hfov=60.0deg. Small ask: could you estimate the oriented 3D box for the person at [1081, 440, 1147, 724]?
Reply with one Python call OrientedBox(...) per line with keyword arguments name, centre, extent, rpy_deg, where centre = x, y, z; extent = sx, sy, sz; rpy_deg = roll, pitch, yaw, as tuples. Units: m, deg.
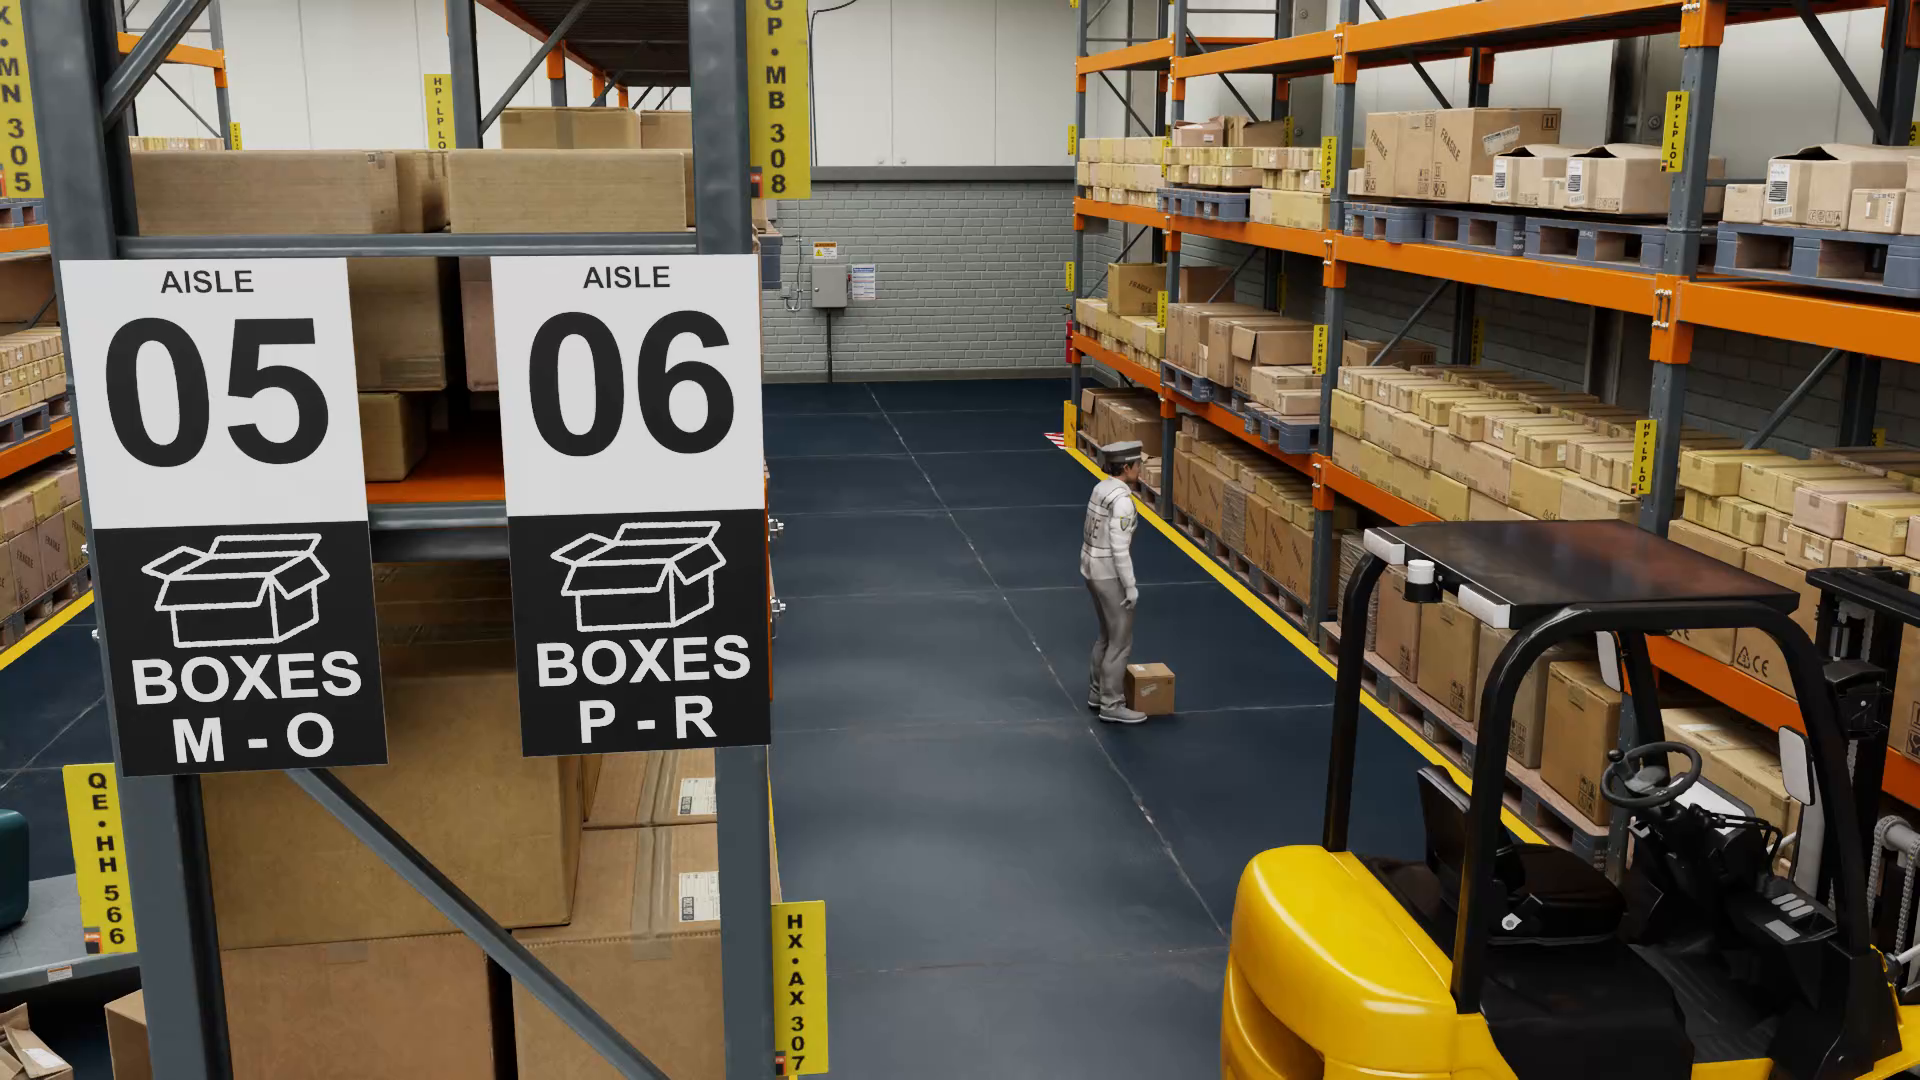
OrientedBox(name="person", centre=(0.920, 0.234, 9.982), extent=(0.369, 1.667, 0.546), rpy_deg=(-3, 14, -11))
